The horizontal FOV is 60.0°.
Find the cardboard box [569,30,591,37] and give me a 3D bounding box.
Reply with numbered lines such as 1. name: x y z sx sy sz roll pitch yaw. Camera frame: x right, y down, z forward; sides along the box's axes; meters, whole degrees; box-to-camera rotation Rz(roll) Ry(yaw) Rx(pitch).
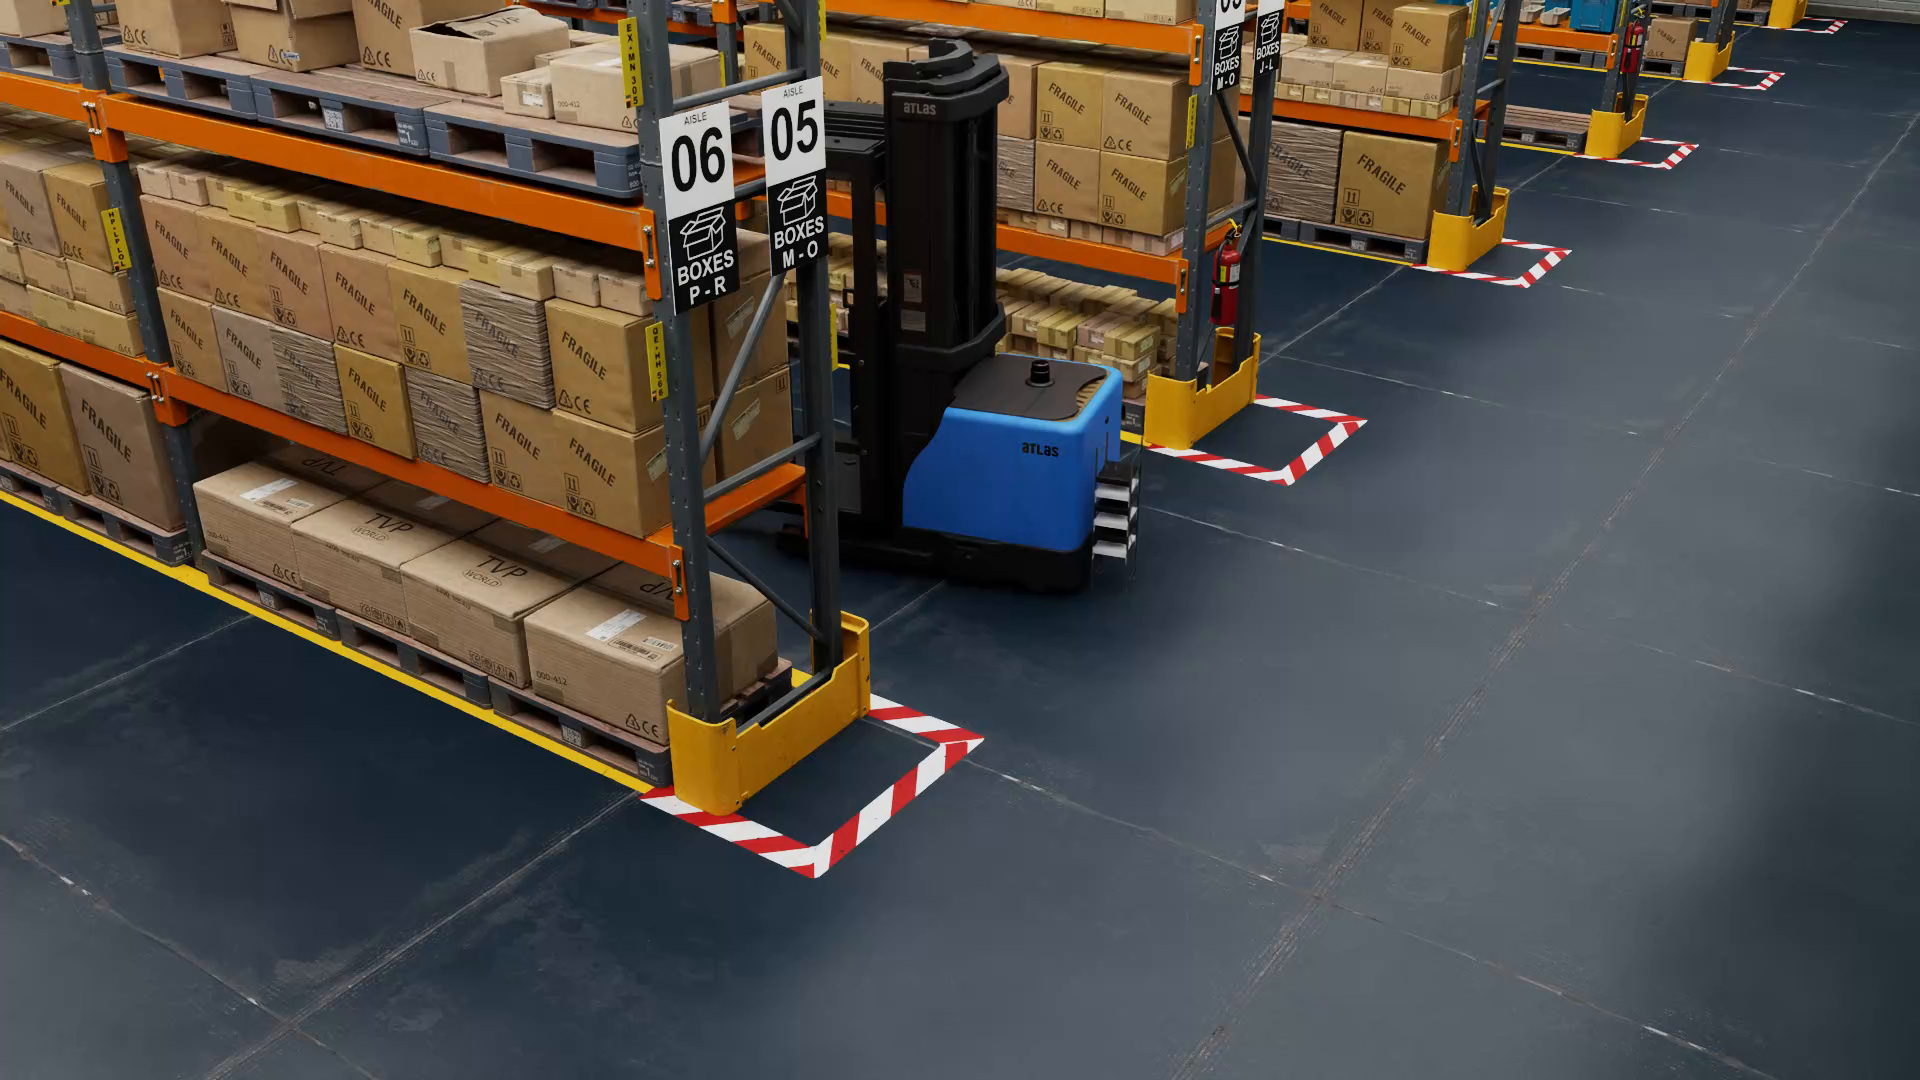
1. cardboard box: -3.492 -4.426 14.799 0.250 0.149 0.380 18 32 32

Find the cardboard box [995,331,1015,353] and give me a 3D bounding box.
1. cardboard box: 0.334 -1.525 12.291 0.250 0.149 0.380 18 32 31

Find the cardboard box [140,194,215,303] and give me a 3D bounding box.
1. cardboard box: -3.967 -1.614 8.901 0.500 0.500 0.500 18 32 31

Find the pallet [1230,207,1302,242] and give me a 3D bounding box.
1. pallet: 2.981 -3.261 16.425 1.213 0.211 1.003 17 32 30

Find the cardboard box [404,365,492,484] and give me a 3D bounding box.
1. cardboard box: -2.307 -0.642 8.094 0.500 0.500 0.500 18 32 32

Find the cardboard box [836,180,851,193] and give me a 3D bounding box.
1. cardboard box: -0.729 -2.747 12.617 0.250 0.149 0.380 16 31 28

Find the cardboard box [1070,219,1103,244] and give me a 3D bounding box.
1. cardboard box: 0.967 -2.189 11.521 0.250 0.149 0.380 17 32 30

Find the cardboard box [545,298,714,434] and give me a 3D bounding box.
1. cardboard box: -1.457 -0.834 7.370 0.500 0.500 0.500 18 32 32

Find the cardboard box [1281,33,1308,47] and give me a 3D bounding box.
1. cardboard box: 3.166 -4.698 16.011 0.500 0.250 0.500 17 31 29

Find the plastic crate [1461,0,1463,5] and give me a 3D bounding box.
1. plastic crate: 5.799 -6.468 19.876 0.466 0.136 0.293 17 32 30

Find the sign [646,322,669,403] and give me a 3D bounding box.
1. sign: -1.243 -0.732 6.843 0.005 0.325 0.100 17 32 30

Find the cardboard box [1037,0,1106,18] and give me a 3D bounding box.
1. cardboard box: 0.845 -3.602 10.879 0.500 0.250 0.500 17 32 30

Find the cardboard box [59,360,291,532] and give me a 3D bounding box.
1. cardboard box: -4.778 -0.706 10.210 0.875 0.875 0.875 18 32 32

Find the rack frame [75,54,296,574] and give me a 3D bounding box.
1. rack frame: -4.222 -1.337 9.569 0.127 3.000 1.000 17 32 30

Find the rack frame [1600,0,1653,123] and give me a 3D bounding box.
1. rack frame: 7.490 -5.866 18.469 0.127 3.000 1.000 17 32 30

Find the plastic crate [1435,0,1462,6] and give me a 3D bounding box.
1. plastic crate: 5.652 -6.250 19.342 0.300 0.233 0.416 17 32 30

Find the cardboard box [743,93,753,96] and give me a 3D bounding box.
1. cardboard box: -1.567 -3.694 13.687 0.250 0.149 0.380 18 32 31

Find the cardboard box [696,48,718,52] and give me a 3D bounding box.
1. cardboard box: -2.215 -4.028 14.015 0.250 0.149 0.380 17 31 30

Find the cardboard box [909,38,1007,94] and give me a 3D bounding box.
1. cardboard box: -0.013 -3.228 11.745 0.500 0.500 0.500 16 31 29

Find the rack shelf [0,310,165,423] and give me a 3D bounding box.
1. rack shelf: -5.871 -1.529 10.741 4.000 0.370 1.077 17 32 30

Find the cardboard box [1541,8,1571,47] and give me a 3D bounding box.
1. cardboard box: 8.552 -7.347 23.647 0.637 0.503 0.797 17 32 30

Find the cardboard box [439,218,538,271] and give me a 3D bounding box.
1. cardboard box: -2.177 -1.371 7.708 0.250 0.149 0.380 17 32 30

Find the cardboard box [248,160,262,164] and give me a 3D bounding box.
1. cardboard box: -3.632 -2.047 9.038 0.250 0.149 0.380 18 32 32

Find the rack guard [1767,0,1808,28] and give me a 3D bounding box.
1. rack guard: 13.119 -8.450 26.302 0.348 0.500 1.175 17 32 30

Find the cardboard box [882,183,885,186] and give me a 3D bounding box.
1. cardboard box: -0.430 -2.902 12.206 0.500 0.500 0.500 17 31 29

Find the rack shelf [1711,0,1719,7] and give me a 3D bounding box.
1. rack shelf: 8.649 -7.910 23.279 4.000 0.370 1.077 17 32 30

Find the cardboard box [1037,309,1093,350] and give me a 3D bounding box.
1. cardboard box: 0.755 -1.514 11.942 0.250 0.149 0.380 17 31 29

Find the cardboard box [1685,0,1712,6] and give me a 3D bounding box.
1. cardboard box: 12.053 -8.914 26.751 0.500 0.500 0.700 17 32 30

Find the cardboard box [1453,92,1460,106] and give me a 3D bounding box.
1. cardboard box: 4.580 -4.117 15.309 0.250 0.149 0.380 18 32 31

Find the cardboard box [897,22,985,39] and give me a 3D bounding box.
1. cardboard box: -0.119 -3.549 12.375 0.500 0.500 0.500 18 32 32

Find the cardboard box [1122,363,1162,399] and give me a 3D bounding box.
1. cardboard box: 1.243 -1.160 11.902 0.250 0.149 0.380 18 32 31

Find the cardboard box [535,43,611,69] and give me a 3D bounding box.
1. cardboard box: -1.691 -2.131 7.527 0.250 0.149 0.380 19 32 32

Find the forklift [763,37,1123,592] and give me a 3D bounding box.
1. forklift: -0.588 -1.403 9.774 3.031 2.935 1.130 9 28 18

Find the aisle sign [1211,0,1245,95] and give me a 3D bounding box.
1. aisle sign: 1.685 -3.214 10.391 0.004 0.787 0.394 17 32 30

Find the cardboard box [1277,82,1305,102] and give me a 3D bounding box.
1. cardboard box: 3.149 -4.199 15.470 0.250 0.149 0.380 17 32 30

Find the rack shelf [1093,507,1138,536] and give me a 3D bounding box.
1. rack shelf: 0.899 -0.121 9.570 0.200 0.077 0.258 9 28 18

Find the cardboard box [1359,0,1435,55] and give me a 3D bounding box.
1. cardboard box: 4.031 -4.767 15.320 0.500 0.500 0.500 16 31 29

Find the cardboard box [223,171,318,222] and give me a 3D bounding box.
1. cardboard box: -3.484 -1.741 8.437 0.250 0.149 0.380 17 32 30

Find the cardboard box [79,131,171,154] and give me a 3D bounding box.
1. cardboard box: -4.857 -2.167 9.989 0.500 0.500 0.500 17 32 30

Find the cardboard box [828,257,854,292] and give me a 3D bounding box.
1. cardboard box: -0.906 -2.090 13.073 0.250 0.149 0.380 17 31 30

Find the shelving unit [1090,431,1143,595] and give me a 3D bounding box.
1. shelving unit: 0.899 -0.151 9.555 0.210 0.900 0.258 9 28 18

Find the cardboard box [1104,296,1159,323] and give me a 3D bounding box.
1. cardboard box: 1.260 -1.655 12.219 0.250 0.149 0.380 18 32 31

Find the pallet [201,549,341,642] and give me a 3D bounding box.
1. pallet: -3.639 0.131 9.760 1.213 0.211 1.003 17 32 30

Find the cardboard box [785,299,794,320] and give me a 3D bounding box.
1. cardboard box: -1.384 -1.916 13.388 0.250 0.149 0.380 16 31 28

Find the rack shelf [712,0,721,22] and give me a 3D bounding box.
1. rack shelf: -3.151 -4.743 13.748 4.000 0.370 1.077 17 32 30

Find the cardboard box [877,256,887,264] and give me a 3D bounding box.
1. cardboard box: -0.450 -2.193 13.276 0.250 0.149 0.380 18 32 32

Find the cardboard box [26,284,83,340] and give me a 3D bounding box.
1. cardboard box: -5.154 -1.422 9.902 0.500 0.250 0.500 17 31 30

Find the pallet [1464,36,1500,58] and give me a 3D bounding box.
1. pallet: 7.566 -7.325 24.410 1.213 0.211 1.003 17 32 30

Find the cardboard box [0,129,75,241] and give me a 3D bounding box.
1. cardboard box: -5.570 -2.115 9.886 0.500 0.500 0.500 18 32 32

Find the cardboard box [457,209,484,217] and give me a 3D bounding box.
1. cardboard box: -2.315 -1.697 8.350 0.250 0.149 0.380 16 31 29

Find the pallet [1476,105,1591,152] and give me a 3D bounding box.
1. pallet: 6.832 -4.850 19.547 1.213 0.211 1.003 17 32 30

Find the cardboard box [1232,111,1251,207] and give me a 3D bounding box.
1. cardboard box: 2.629 -3.851 16.390 0.875 0.875 0.875 17 32 30
